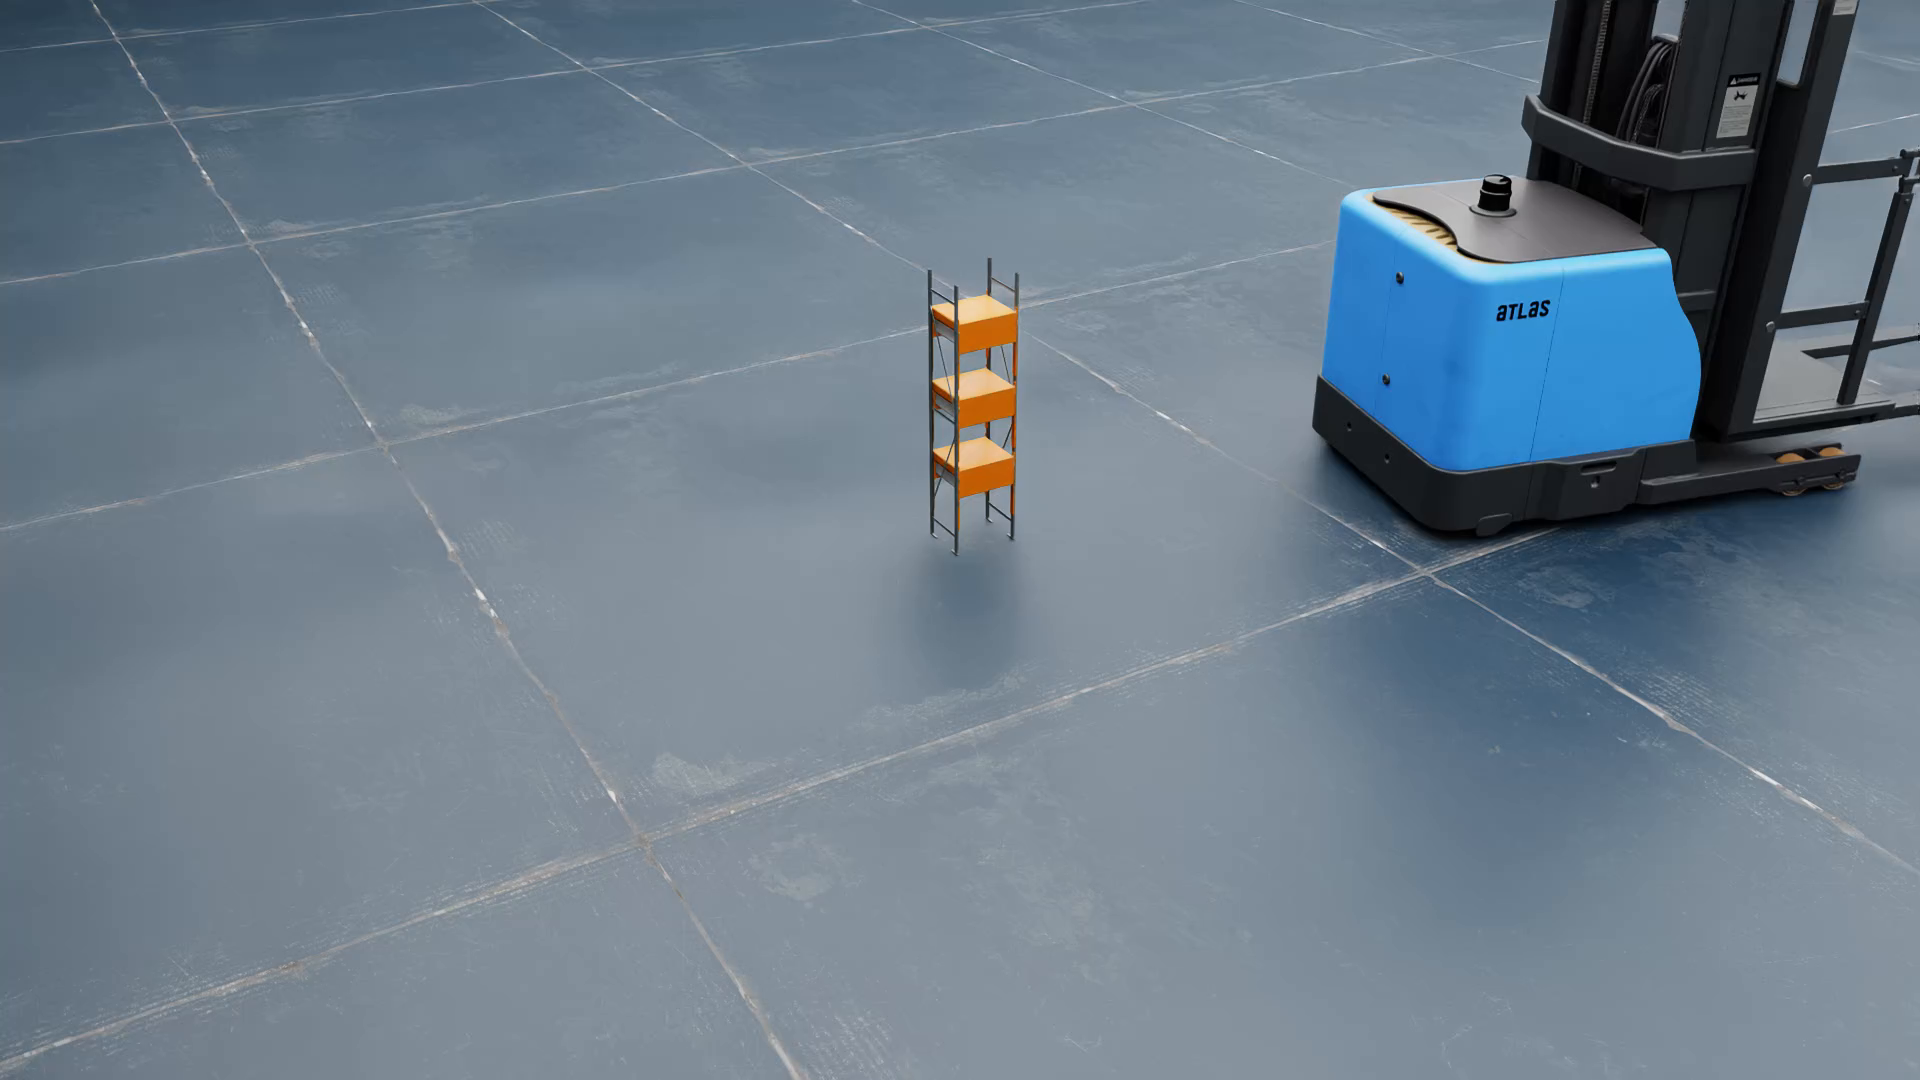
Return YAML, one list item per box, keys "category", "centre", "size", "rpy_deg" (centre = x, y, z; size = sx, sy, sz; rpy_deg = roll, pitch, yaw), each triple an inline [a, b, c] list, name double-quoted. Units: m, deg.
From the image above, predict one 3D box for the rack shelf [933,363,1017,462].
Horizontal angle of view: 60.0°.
- category: "rack shelf"
  centre: [0.046, -0.463, 6.025]
  size: [0.240, 0.259, 0.215]
  rpy_deg: [-16, 33, -26]

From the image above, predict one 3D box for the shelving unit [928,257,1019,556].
- category: "shelving unit"
  centre: [0.046, -0.473, 6.020]
  size: [0.252, 1.050, 0.215]
  rpy_deg: [-16, 33, -26]

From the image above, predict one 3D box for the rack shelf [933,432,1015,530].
- category: "rack shelf"
  centre: [0.046, -0.220, 6.159]
  size: [0.240, 0.259, 0.215]
  rpy_deg: [-16, 33, -26]

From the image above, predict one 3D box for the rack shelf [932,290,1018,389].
- category: "rack shelf"
  centre: [0.046, -0.712, 5.888]
  size: [0.240, 0.259, 0.215]
  rpy_deg: [-16, 33, -26]

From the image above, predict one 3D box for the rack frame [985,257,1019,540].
- category: "rack frame"
  centre: [0.151, -0.503, 6.074]
  size: [0.008, 1.050, 0.200]
  rpy_deg: [-16, 33, -26]

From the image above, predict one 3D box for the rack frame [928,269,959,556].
- category: "rack frame"
  centre: [-0.059, -0.443, 5.966]
  size: [0.008, 1.050, 0.200]
  rpy_deg: [-16, 33, -26]

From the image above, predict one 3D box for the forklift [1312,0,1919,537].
- category: "forklift"
  centre: [3.049, -1.691, 6.281]
  size: [3.031, 2.935, 1.130]
  rpy_deg: [-8, 30, -14]
